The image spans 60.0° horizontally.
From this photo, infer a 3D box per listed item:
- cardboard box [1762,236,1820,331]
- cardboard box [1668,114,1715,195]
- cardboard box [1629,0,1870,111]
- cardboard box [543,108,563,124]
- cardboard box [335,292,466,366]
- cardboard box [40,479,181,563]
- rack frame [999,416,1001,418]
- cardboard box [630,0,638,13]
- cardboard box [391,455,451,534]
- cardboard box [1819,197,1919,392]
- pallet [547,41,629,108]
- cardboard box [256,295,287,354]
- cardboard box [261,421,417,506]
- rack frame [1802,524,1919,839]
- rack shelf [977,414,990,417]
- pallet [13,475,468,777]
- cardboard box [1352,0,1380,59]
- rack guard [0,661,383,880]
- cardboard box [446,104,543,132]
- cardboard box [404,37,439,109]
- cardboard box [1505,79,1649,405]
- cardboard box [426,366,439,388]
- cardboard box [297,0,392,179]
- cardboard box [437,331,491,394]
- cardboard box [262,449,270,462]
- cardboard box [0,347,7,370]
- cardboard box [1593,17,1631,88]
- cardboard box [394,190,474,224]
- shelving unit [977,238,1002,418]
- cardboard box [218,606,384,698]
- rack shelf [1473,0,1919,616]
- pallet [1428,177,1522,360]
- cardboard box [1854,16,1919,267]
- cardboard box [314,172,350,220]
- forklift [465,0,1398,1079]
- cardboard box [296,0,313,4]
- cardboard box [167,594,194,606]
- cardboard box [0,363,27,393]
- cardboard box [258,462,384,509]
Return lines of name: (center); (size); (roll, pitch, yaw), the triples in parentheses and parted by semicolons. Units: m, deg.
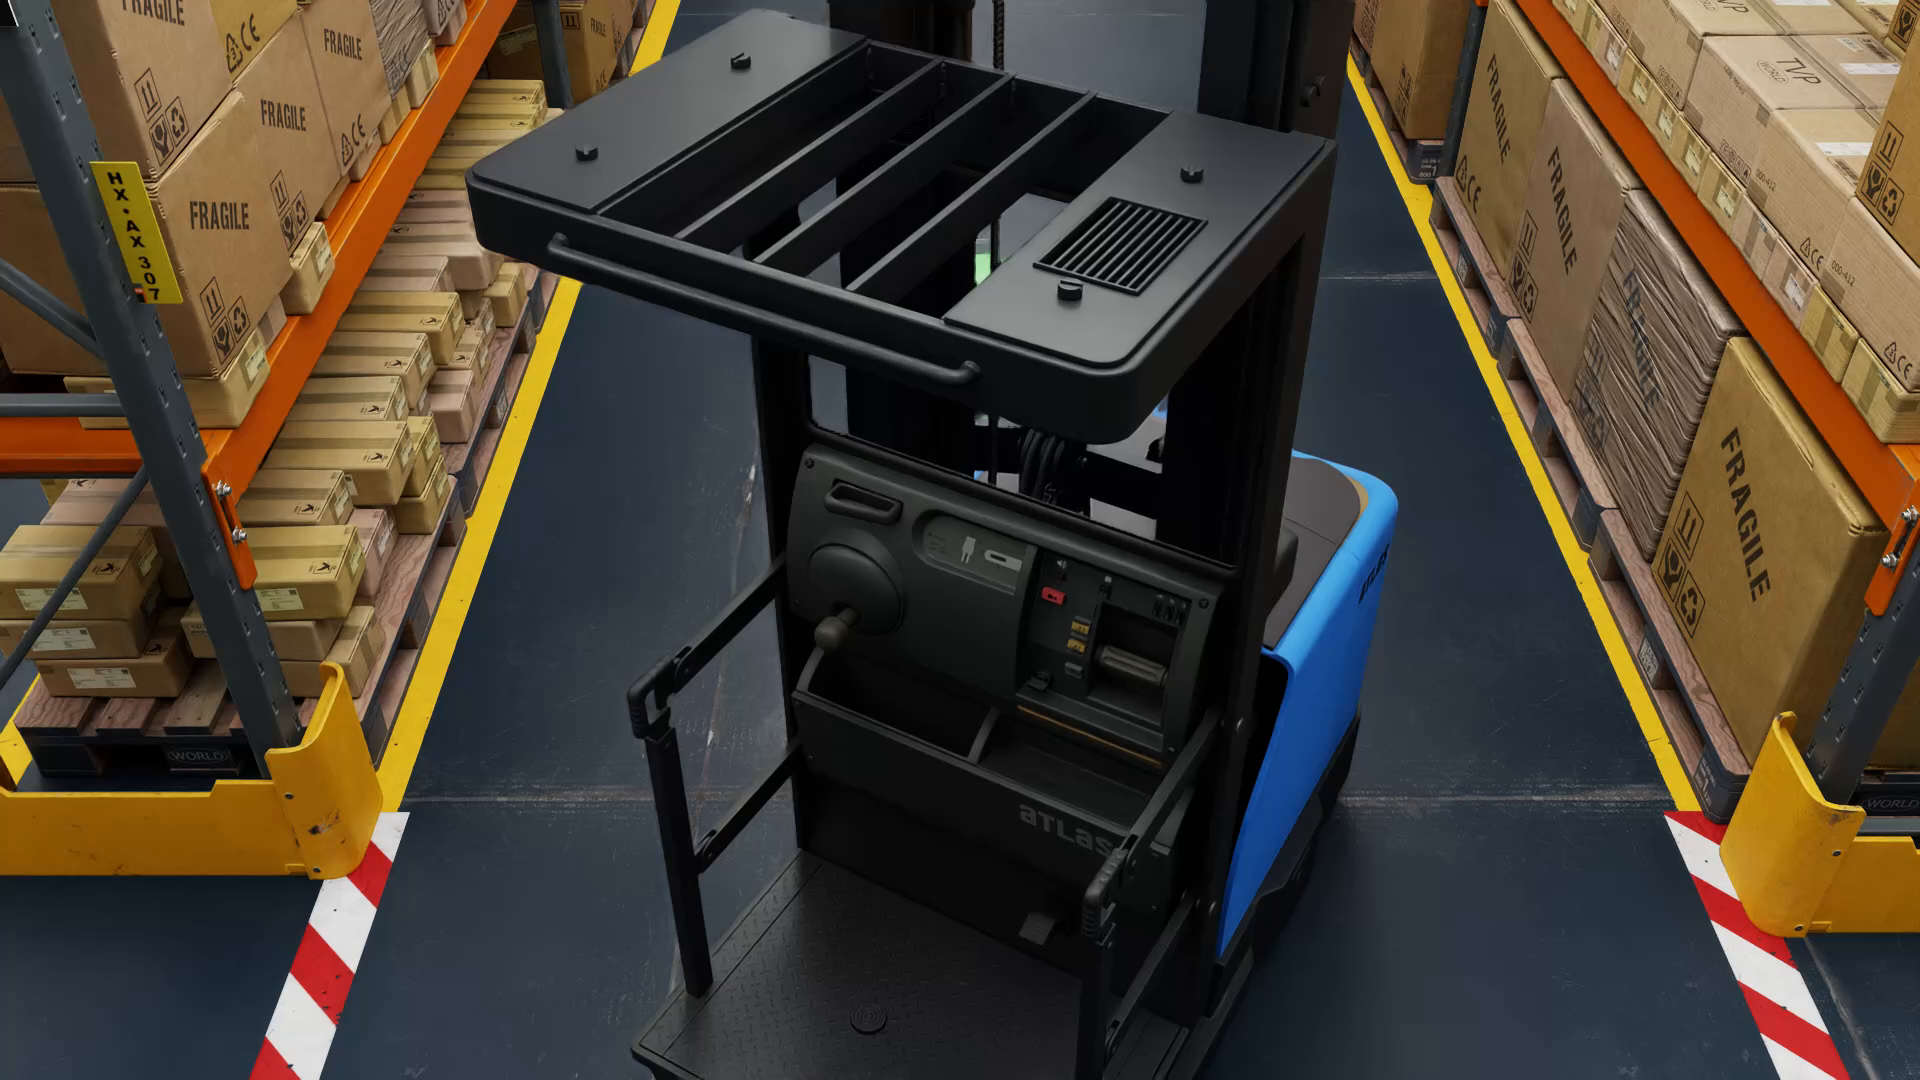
cardboard box: (2.378, -0.680, 4.401); (0.380, 0.149, 0.250); (0, 39, 0)
cardboard box: (2.376, -1.161, 5.000); (0.380, 0.149, 0.250); (0, 39, 0)
cardboard box: (2.437, -1.557, 5.176); (0.500, 0.250, 0.500); (0, 39, 0)
cardboard box: (-1.937, -1.767, 7.262); (0.380, 0.149, 0.250); (1, 39, 1)
cardboard box: (-1.933, -0.729, 5.730); (0.380, 0.149, 0.250); (1, 39, 1)
cardboard box: (-2.448, -0.066, 4.903); (0.380, 0.149, 0.250); (1, 39, 1)
rack frame: (0.000, -0.212, 5.055); (0.240, 1.200, 0.015); (0, 39, 0)
cardboard box: (-2.008, -3.105, 8.890); (0.500, 0.500, 0.500); (1, 39, 1)
cardboard box: (-1.912, -0.153, 5.486); (0.380, 0.149, 0.250); (0, 39, 1)
cardboard box: (2.443, -0.596, 3.977); (0.500, 0.250, 0.500); (-1, 39, -1)
pallet: (-2.258, -2.195, 8.320); (1.003, 0.211, 1.213); (0, 39, 0)
cardboard box: (-1.965, -0.559, 4.250); (0.380, 0.149, 0.250); (1, 39, 2)
cardboard box: (-1.905, -0.236, 5.114); (0.380, 0.149, 0.250); (0, 39, 0)
rack frame: (2.709, -0.235, 3.645); (1.000, 3.000, 0.127); (0, 39, 0)
rack shelf: (0.000, -0.315, 5.286); (0.258, 0.148, 0.480); (0, 39, 0)
pallet: (-2.217, 0.238, 5.285); (1.003, 0.211, 1.213); (0, 39, 0)
cardboard box: (2.682, -3.030, 8.496); (1.225, 0.875, 0.875); (-1, 39, -2)
rack guard: (-2.251, 0.633, 4.560); (1.175, 0.500, 0.348); (0, 39, 0)
cardboard box: (-1.955, -1.698, 6.938); (0.380, 0.149, 0.250); (0, 39, 1)
cardboard box: (-1.948, -1.542, 5.477); (0.380, 0.149, 0.250); (1, 39, 1)
cardboard box: (2.626, -1.096, 6.082); (0.875, 0.875, 0.875); (0, 39, 0)
cardboard box: (-2.056, -0.610, 5.819); (0.380, 0.149, 0.250); (2, 39, 2)
cardboard box: (-1.989, -1.372, 4.746); (0.500, 0.500, 0.500); (0, 39, 1)
cardboard box: (-1.947, -0.642, 6.096); (0.380, 0.149, 0.250); (0, 39, 0)
cardboard box: (-2.437, -0.285, 5.413); (0.380, 0.149, 0.250); (0, 39, -1)
cardboard box: (-2.509, -0.731, 3.945); (0.500, 0.500, 0.500); (1, 39, 1)
cardboard box: (2.374, -1.643, 5.602); (0.380, 0.149, 0.250); (0, 39, 0)
cardboard box: (-1.933, -1.211, 6.330); (0.380, 0.149, 0.250); (-2, 39, -2)
shelving unit: (0.000, -0.365, 5.246); (0.258, 1.200, 0.503); (0, 39, 0)
cardboard box: (-1.932, 0.326, 4.889); (0.380, 0.149, 0.250); (1, 39, 1)
rack shelf: (2.707, -1.205, 5.431); (1.077, 0.370, 4.000); (0, 39, 0)
pallet: (2.627, -1.173, 7.045); (1.003, 0.211, 1.213); (0, 39, 0)
cardboard box: (2.446, -0.890, 3.744); (0.500, 0.500, 0.500); (0, 39, 1)
cardboard box: (-2.025, -1.059, 4.873); (0.380, 0.149, 0.250); (0, 39, 0)
forklift: (-0.046, 0.191, 3.168); (1.130, 2.935, 3.031); (20, 43, 23)
cardboard box: (-1.971, -1.762, 4.433); (0.500, 0.500, 0.500); (-1, 39, -1)
cardboard box: (-2.562, 0.164, 5.091); (0.380, 0.149, 0.250); (1, 39, 1)
cardboard box: (-2.534, -0.401, 4.052); (0.380, 0.149, 0.250); (0, 39, 0)
cardboard box: (-2.028, -0.114, 5.200); (0.380, 0.149, 0.250); (0, 39, 1)
